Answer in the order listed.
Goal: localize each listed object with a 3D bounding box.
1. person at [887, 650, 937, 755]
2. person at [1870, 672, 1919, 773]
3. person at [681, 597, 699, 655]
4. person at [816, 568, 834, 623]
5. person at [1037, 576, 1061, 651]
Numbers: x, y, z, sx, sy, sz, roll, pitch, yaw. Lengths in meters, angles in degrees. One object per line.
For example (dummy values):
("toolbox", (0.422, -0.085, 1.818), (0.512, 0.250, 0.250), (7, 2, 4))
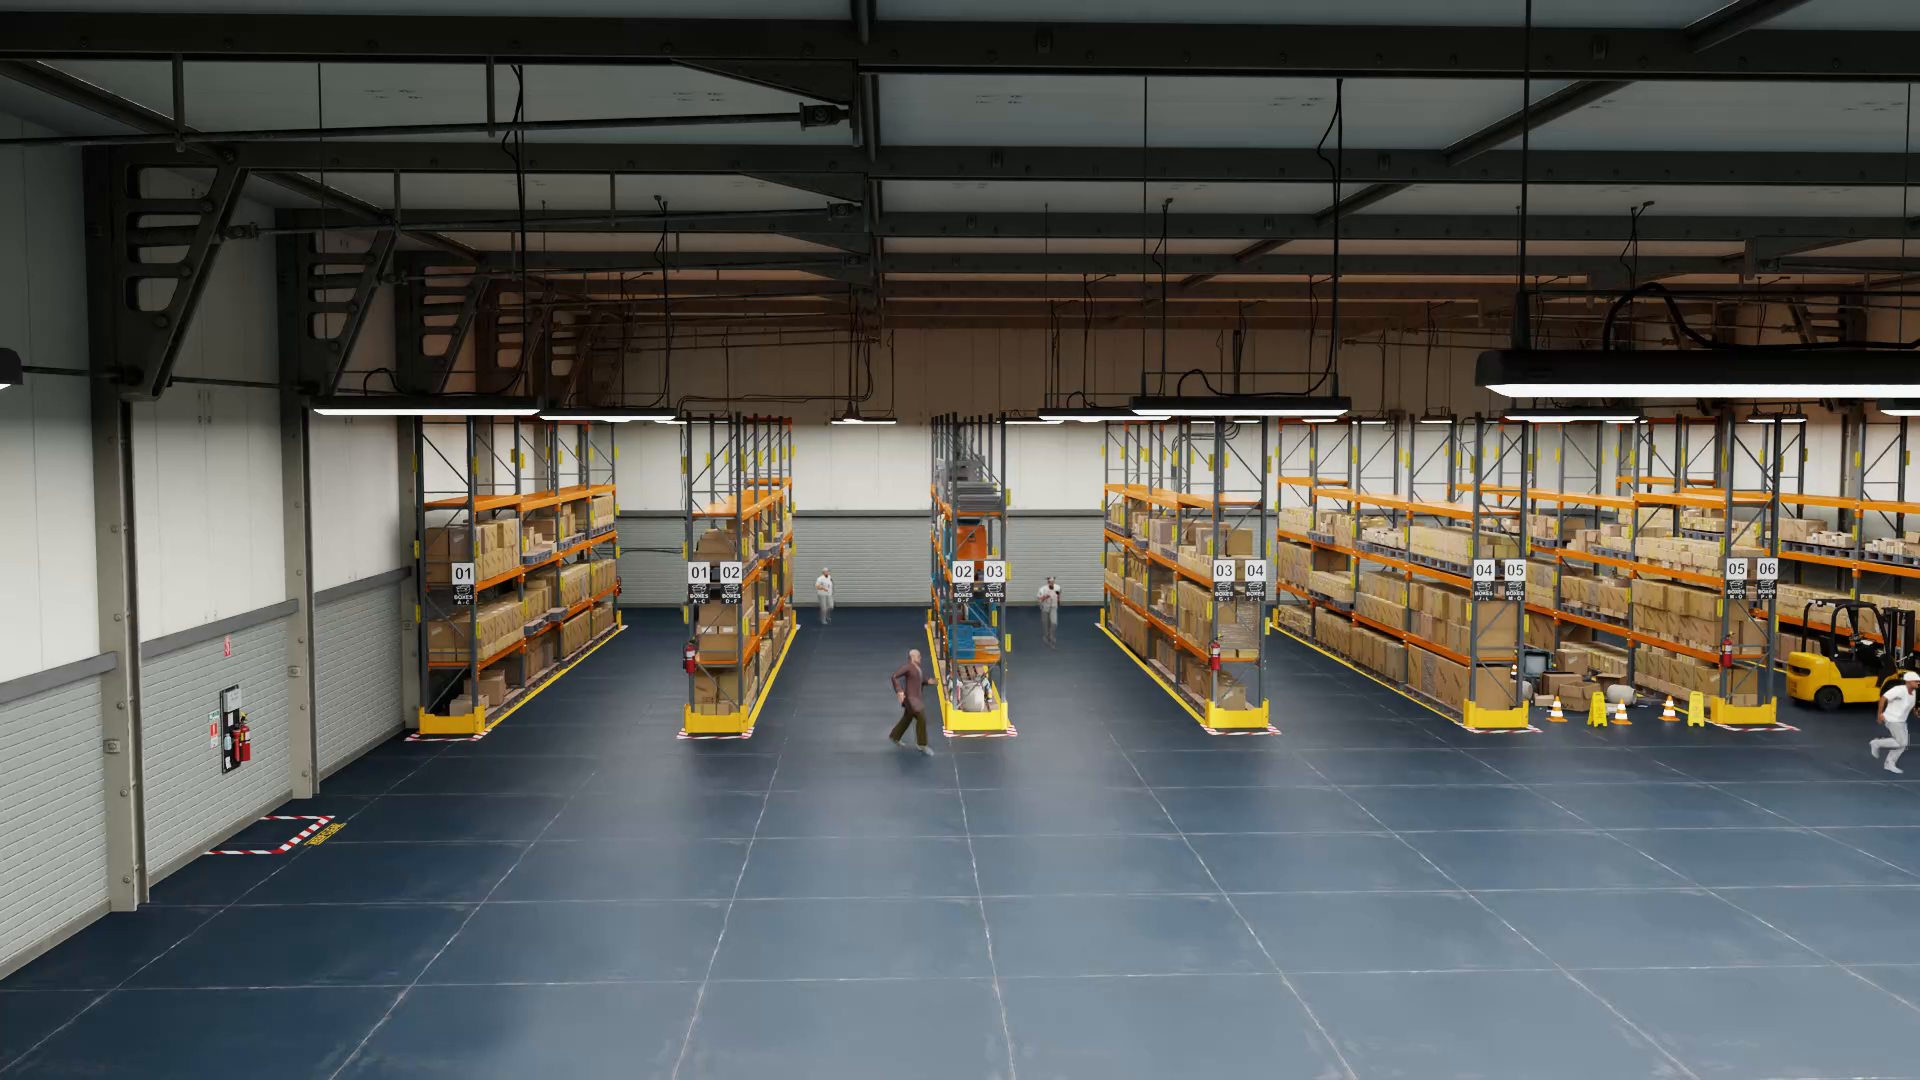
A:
("person", (-0.855, 2.834, 29.202), (0.955, 1.835, 0.672), (1, 4, 19))
("person", (15.572, 3.014, 27.654), (0.692, 1.688, 0.762), (-3, 5, -40))
("person", (-6.677, 2.034, 41.765), (0.650, 1.702, 0.876), (-1, 4, -7))
("person", (-3.893, 1.618, 48.315), (0.586, 1.634, 0.574), (-2, 5, -32))
("person", (2.216, 1.801, 41.326), (0.649, 1.865, 0.919), (0, 4, -6))
